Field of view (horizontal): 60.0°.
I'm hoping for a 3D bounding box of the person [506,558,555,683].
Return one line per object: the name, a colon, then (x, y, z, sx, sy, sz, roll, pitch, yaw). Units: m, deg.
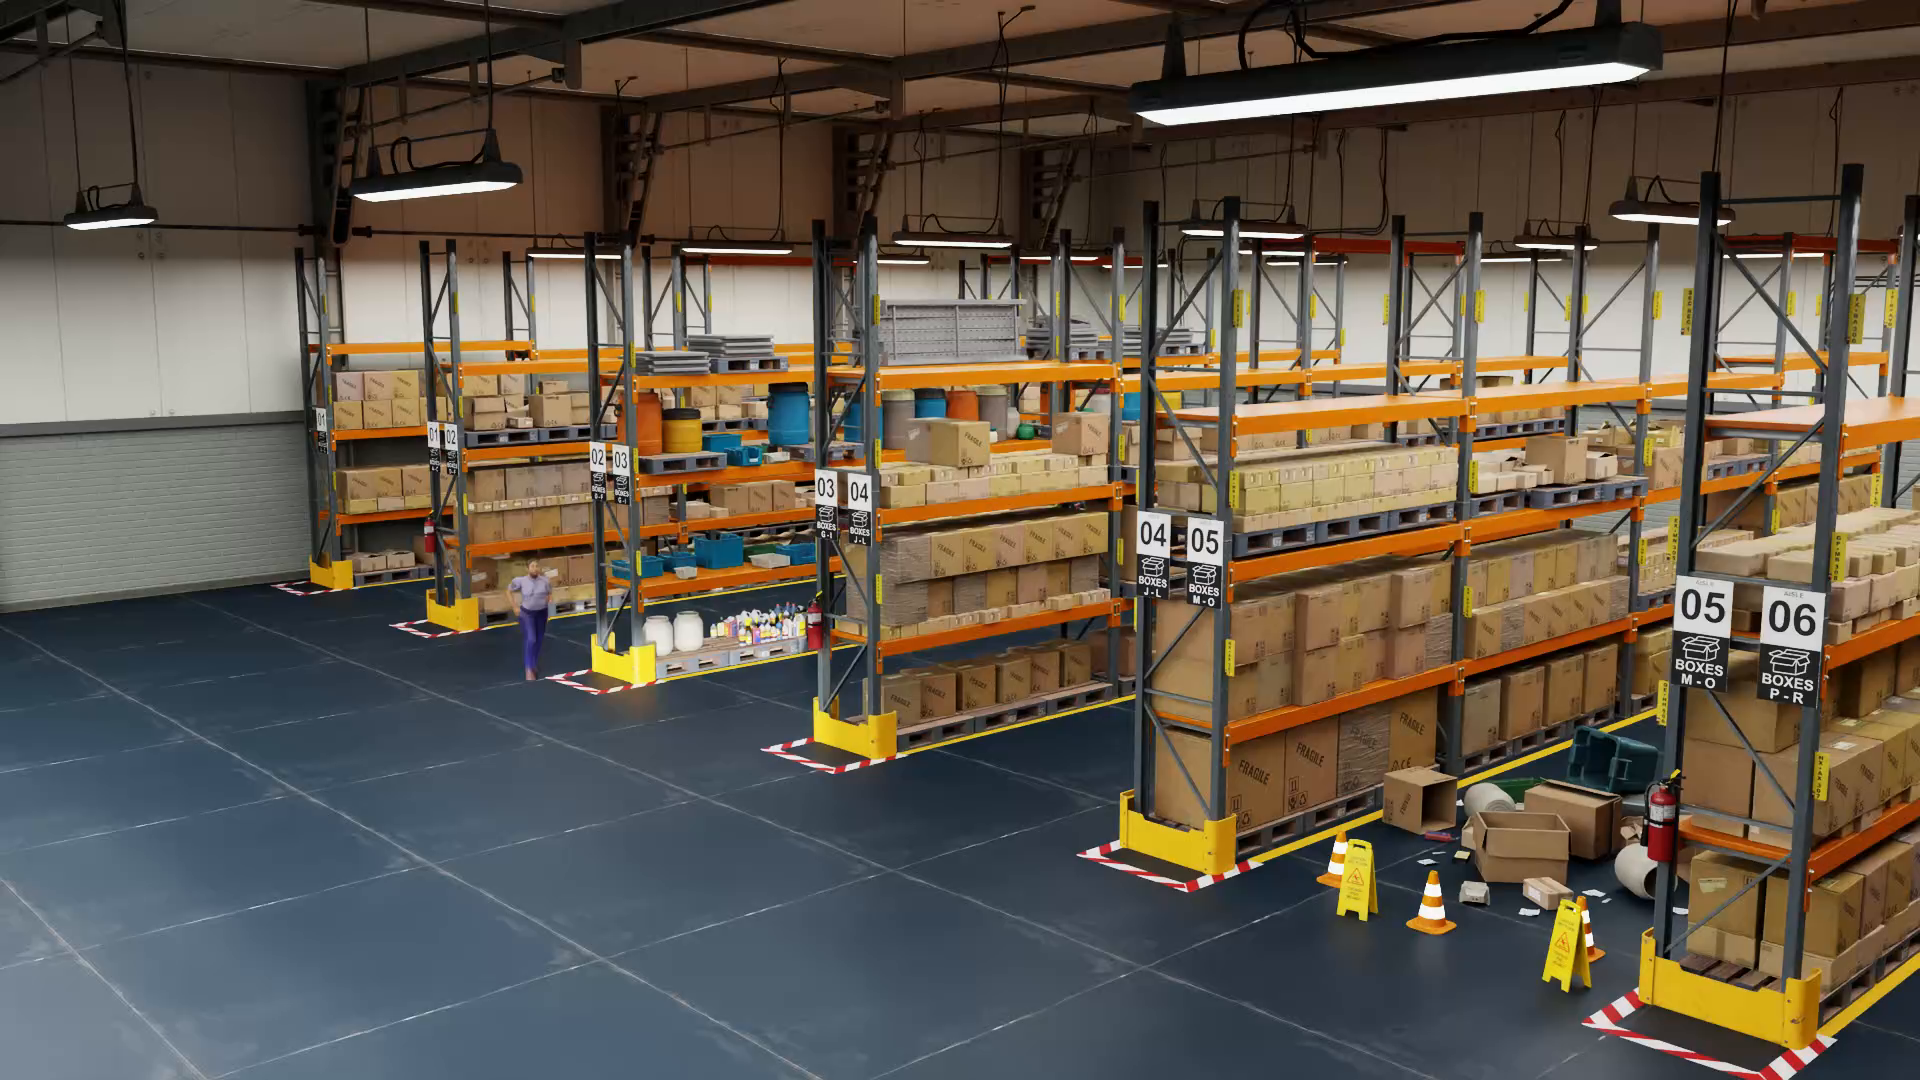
person: (-5.789, 1.086, 22.564, 0.602, 1.670, 0.759, -6, 10, -36)
